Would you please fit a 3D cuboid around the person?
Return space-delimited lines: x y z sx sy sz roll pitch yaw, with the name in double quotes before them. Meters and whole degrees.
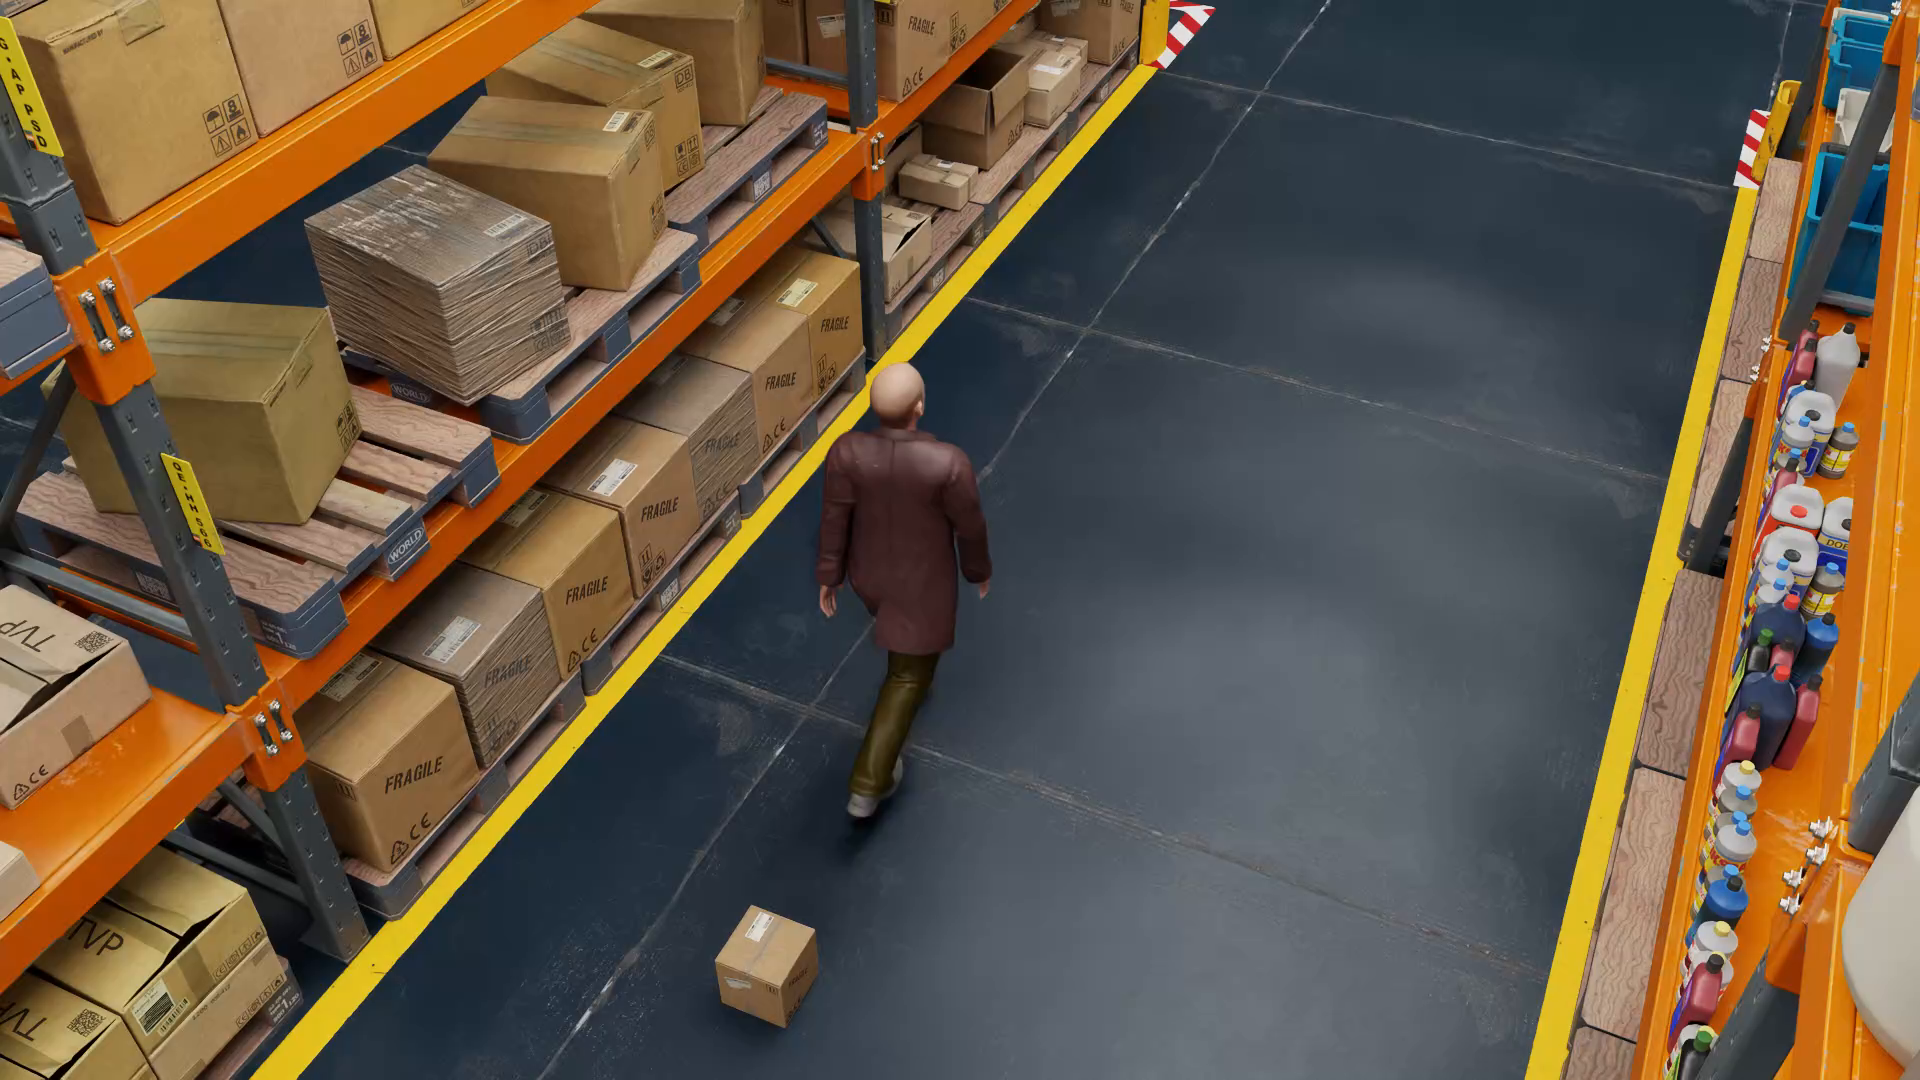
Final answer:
"person" -0.211 0.132 6.030 0.607 1.734 1.126 15 44 16
